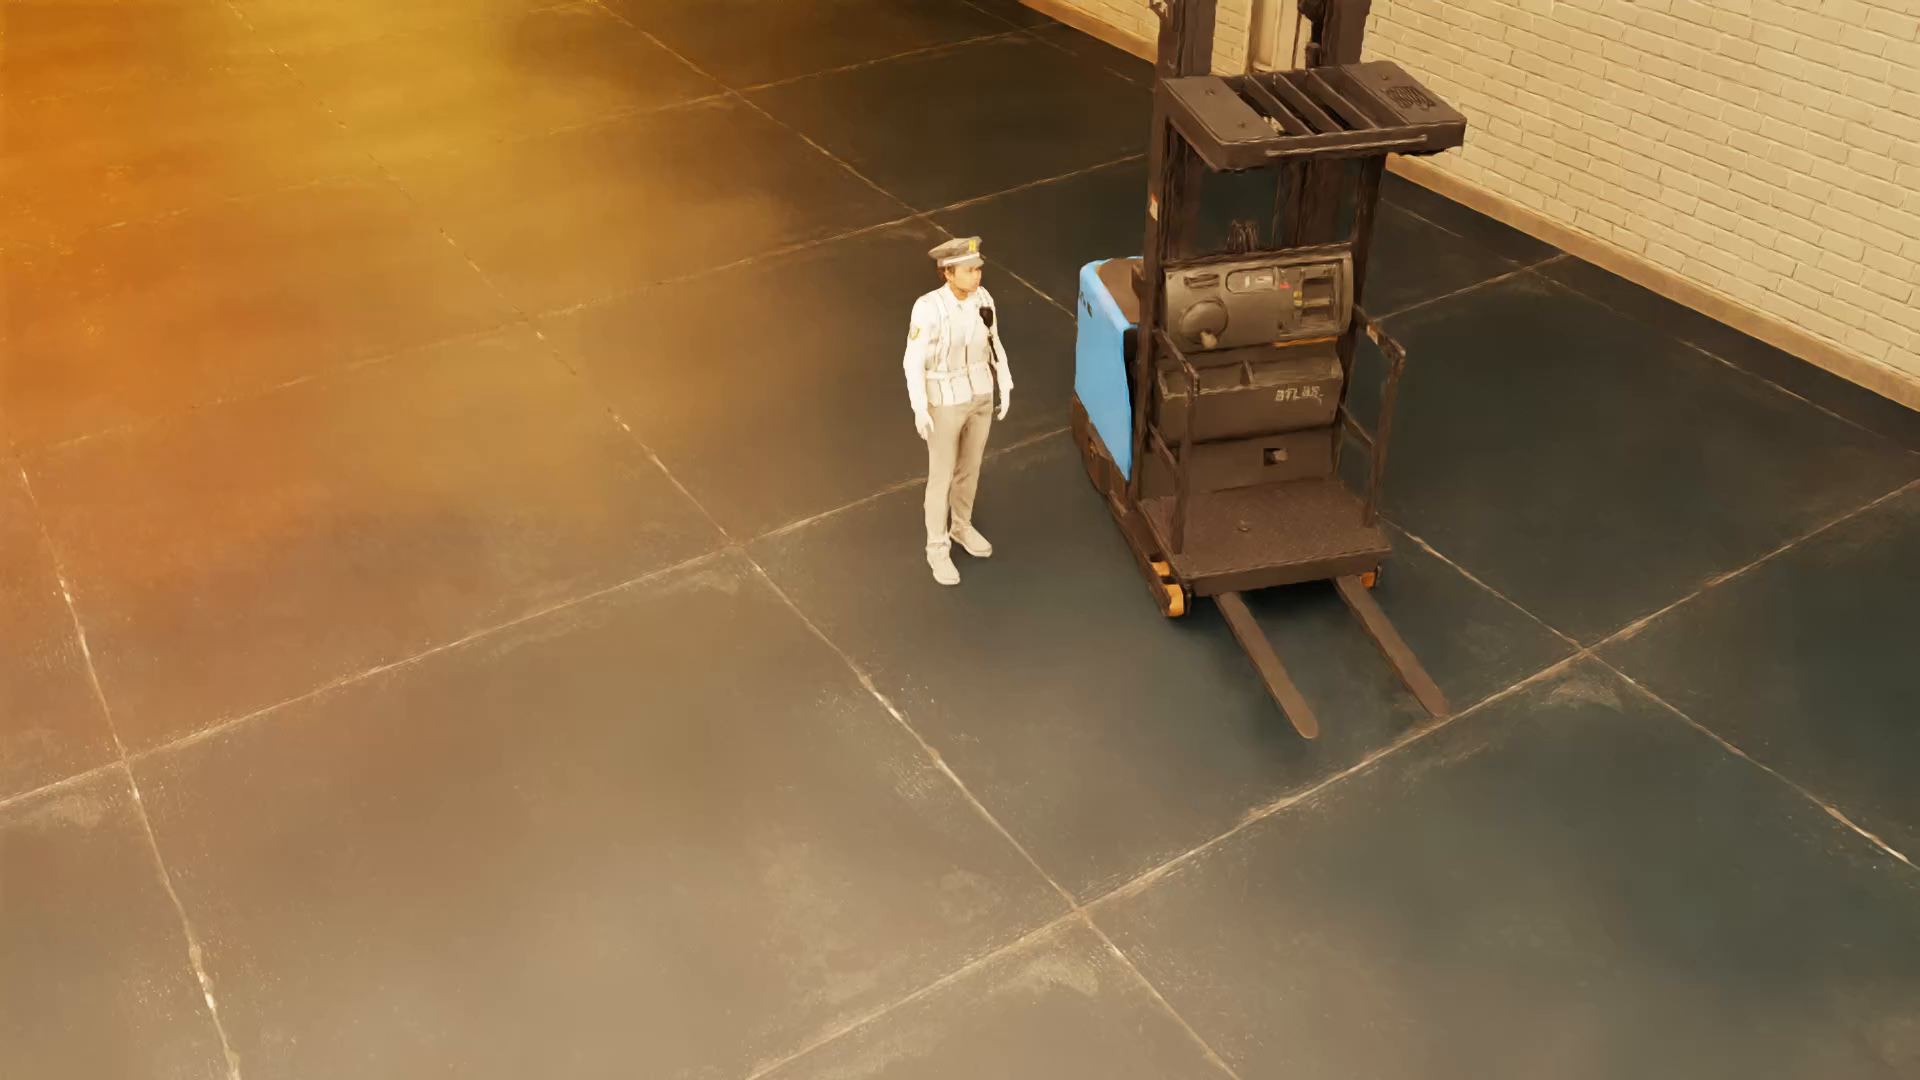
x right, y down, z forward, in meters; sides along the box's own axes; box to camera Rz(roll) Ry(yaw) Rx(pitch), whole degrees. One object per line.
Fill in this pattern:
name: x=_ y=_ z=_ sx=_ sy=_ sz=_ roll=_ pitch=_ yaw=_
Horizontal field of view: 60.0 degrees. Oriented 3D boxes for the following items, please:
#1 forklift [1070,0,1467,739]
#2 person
forklift: x=1.461 y=-1.062 z=7.659 sx=1.130 sy=2.935 sz=3.031 roll=-8 pitch=36 yaw=-11
person: x=0.031 y=-0.665 z=8.156 sx=0.586 sy=1.695 sz=0.532 roll=-21 pitch=40 yaw=-27
